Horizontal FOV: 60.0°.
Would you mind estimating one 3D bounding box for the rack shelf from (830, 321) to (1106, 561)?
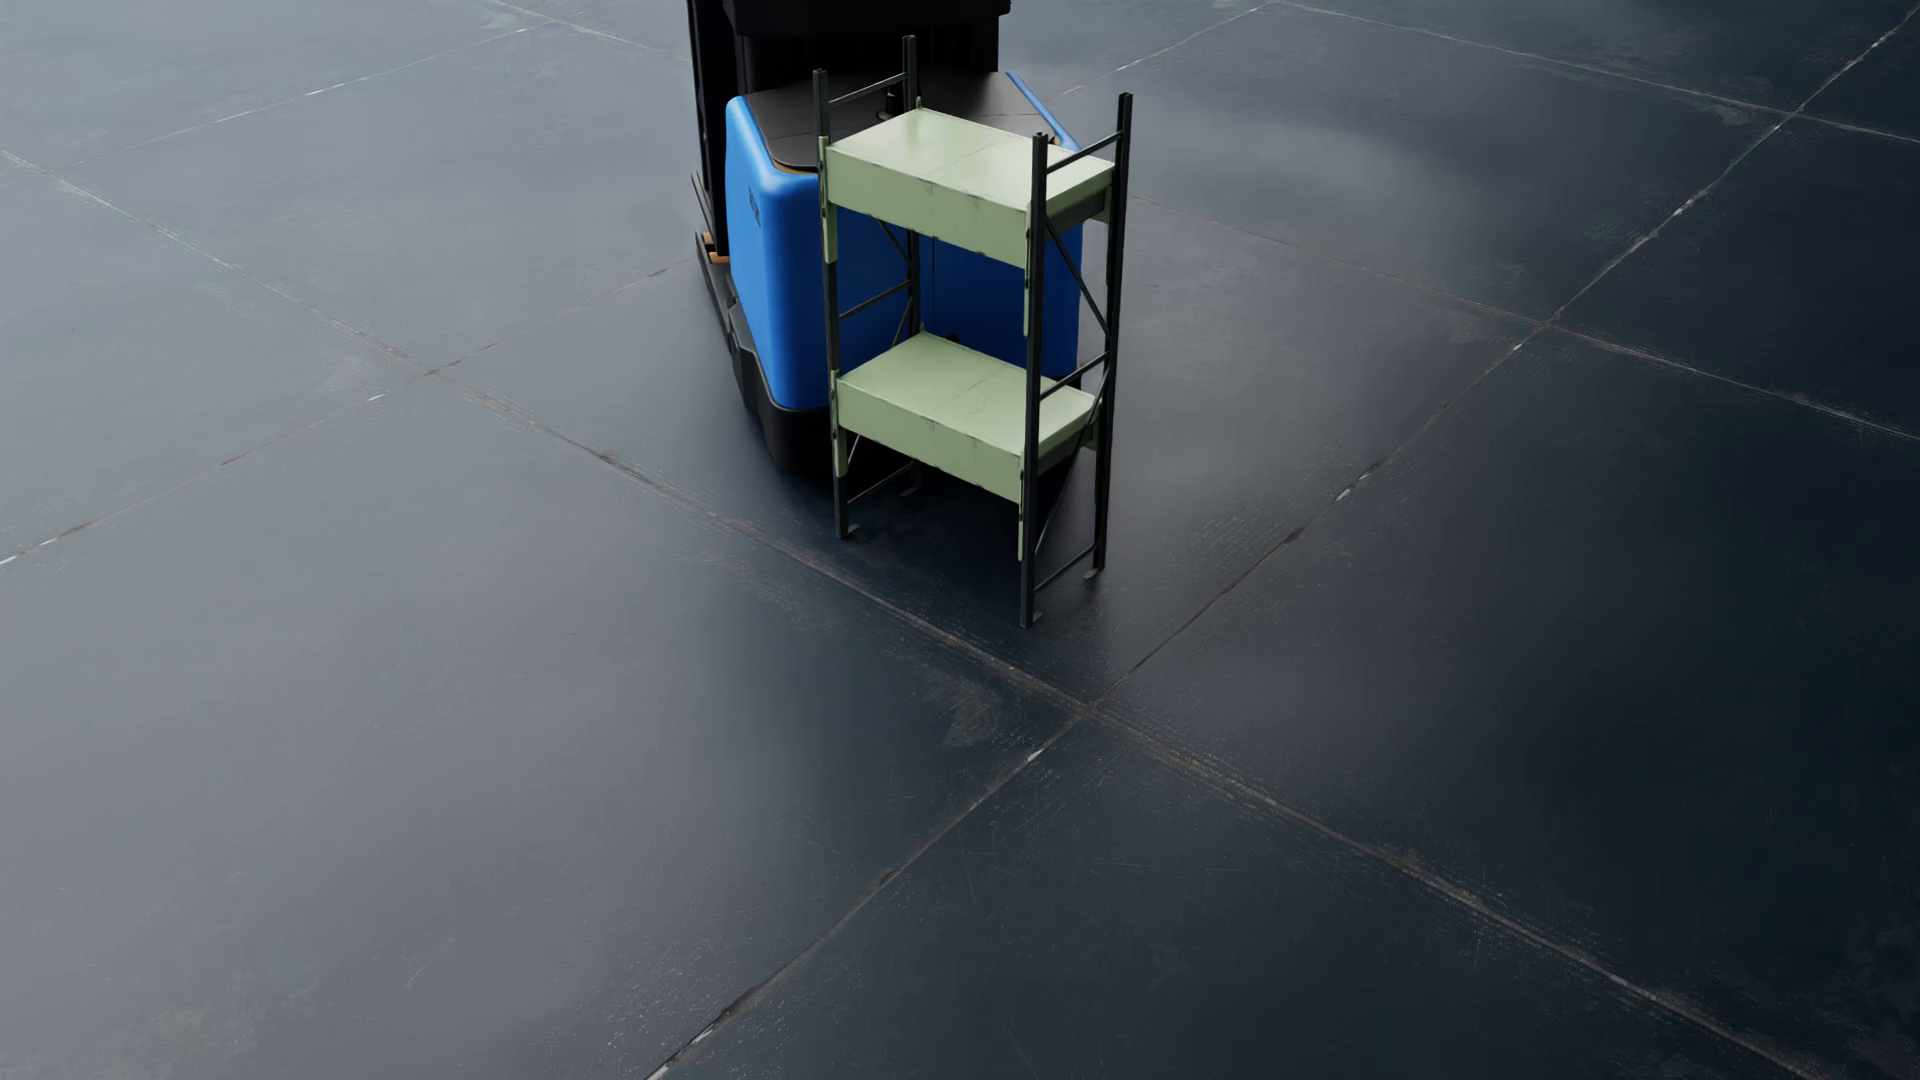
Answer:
[{"bbox_3d":[0.027,-0.309,4.951,0.720,0.370,0.431,25,42,31],"label":"rack shelf"}]

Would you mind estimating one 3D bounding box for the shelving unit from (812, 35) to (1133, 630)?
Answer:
[{"bbox_3d":[0.027,-0.578,4.766,0.755,1.500,0.431,25,42,31],"label":"shelving unit"}]

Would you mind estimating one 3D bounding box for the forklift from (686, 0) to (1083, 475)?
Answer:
[{"bbox_3d":[-0.462,-2.250,5.937,1.130,2.935,3.031,-8,35,-12],"label":"forklift"}]

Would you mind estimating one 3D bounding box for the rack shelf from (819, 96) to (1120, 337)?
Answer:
[{"bbox_3d":[0.027,-0.899,4.545,0.720,0.370,0.431,25,42,31],"label":"rack shelf"}]

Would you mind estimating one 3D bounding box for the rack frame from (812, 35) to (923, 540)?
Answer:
[{"bbox_3d":[-0.257,-0.708,4.957,0.023,1.500,0.400,25,42,31],"label":"rack frame"}]

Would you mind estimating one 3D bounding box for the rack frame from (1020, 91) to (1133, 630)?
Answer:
[{"bbox_3d":[0.311,-0.447,4.576,0.023,1.500,0.400,25,42,31],"label":"rack frame"}]
